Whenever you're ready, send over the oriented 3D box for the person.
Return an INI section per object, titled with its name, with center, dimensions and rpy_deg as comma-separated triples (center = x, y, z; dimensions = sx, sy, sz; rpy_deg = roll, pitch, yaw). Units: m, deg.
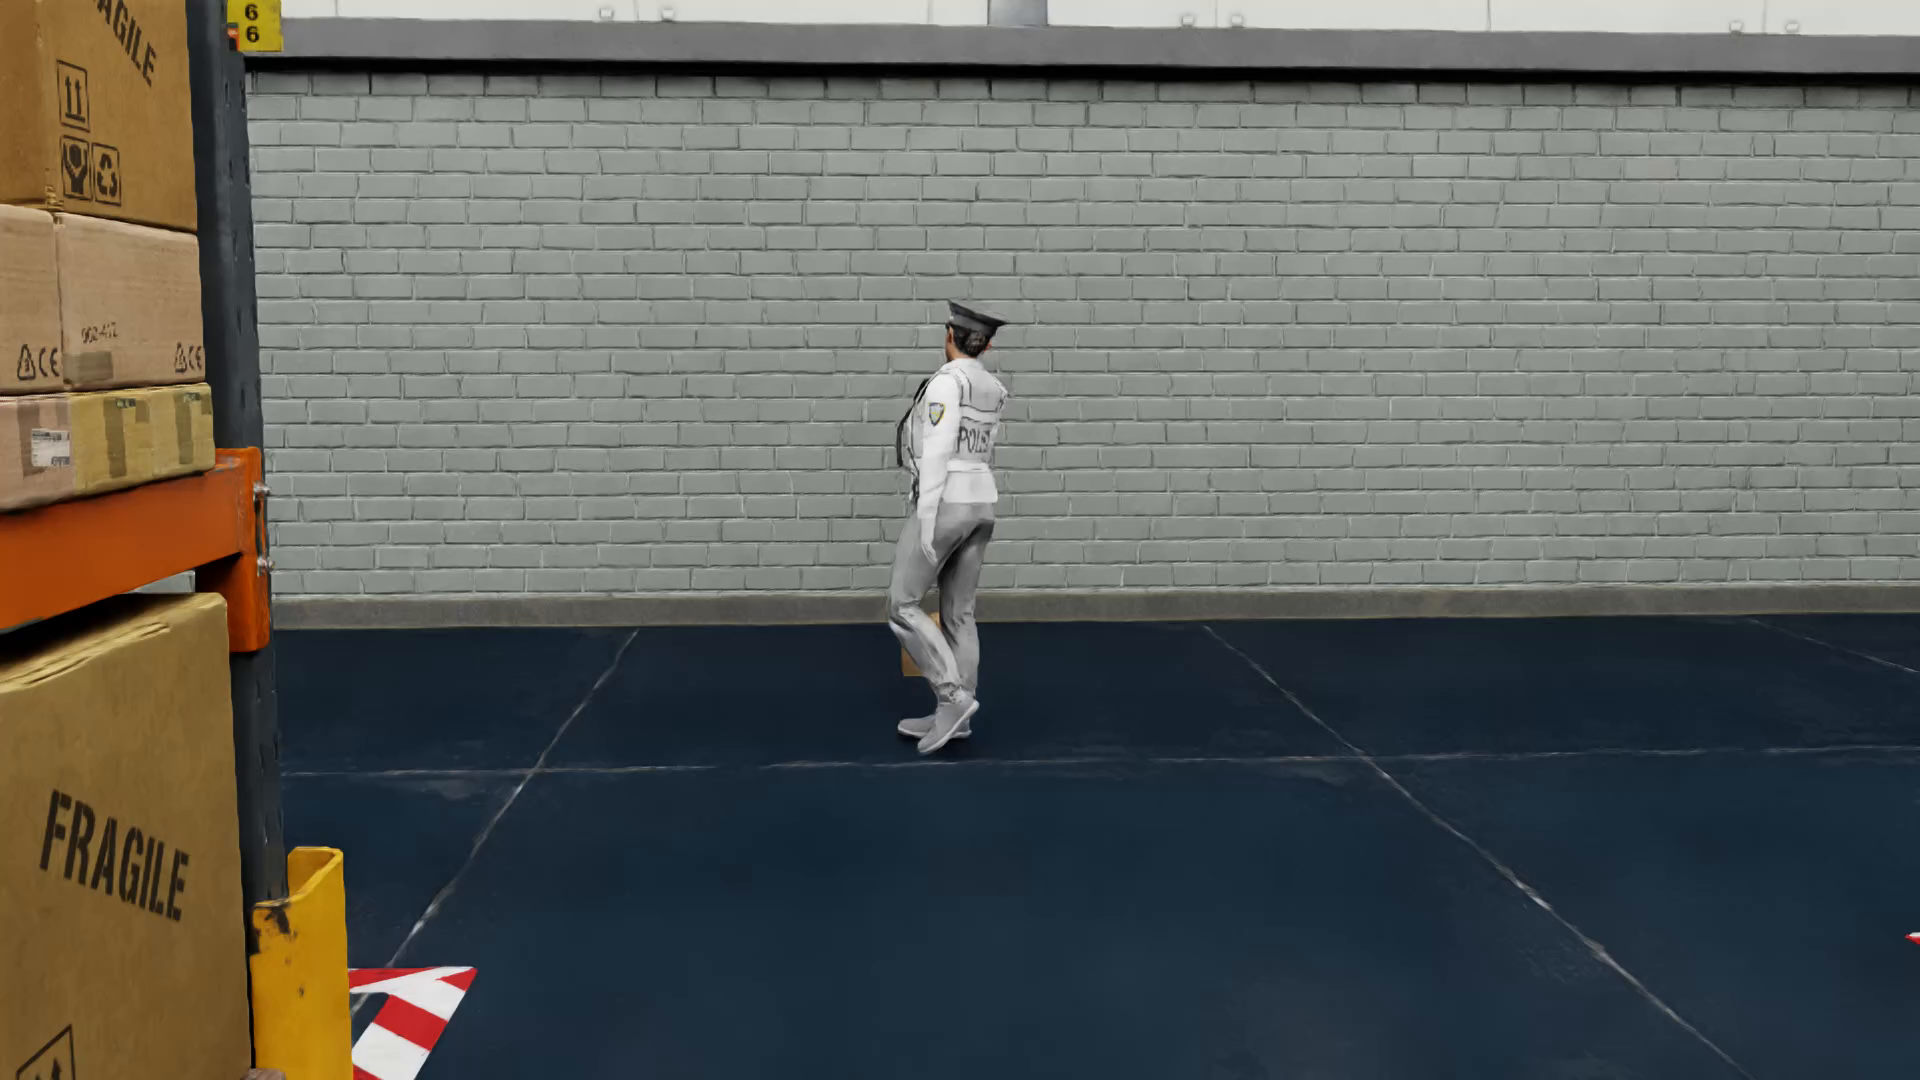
[person]
center = -0.041, -0.068, 6.243
dimensions = 0.417, 1.675, 0.568
rpy_deg = 4, 8, 30
